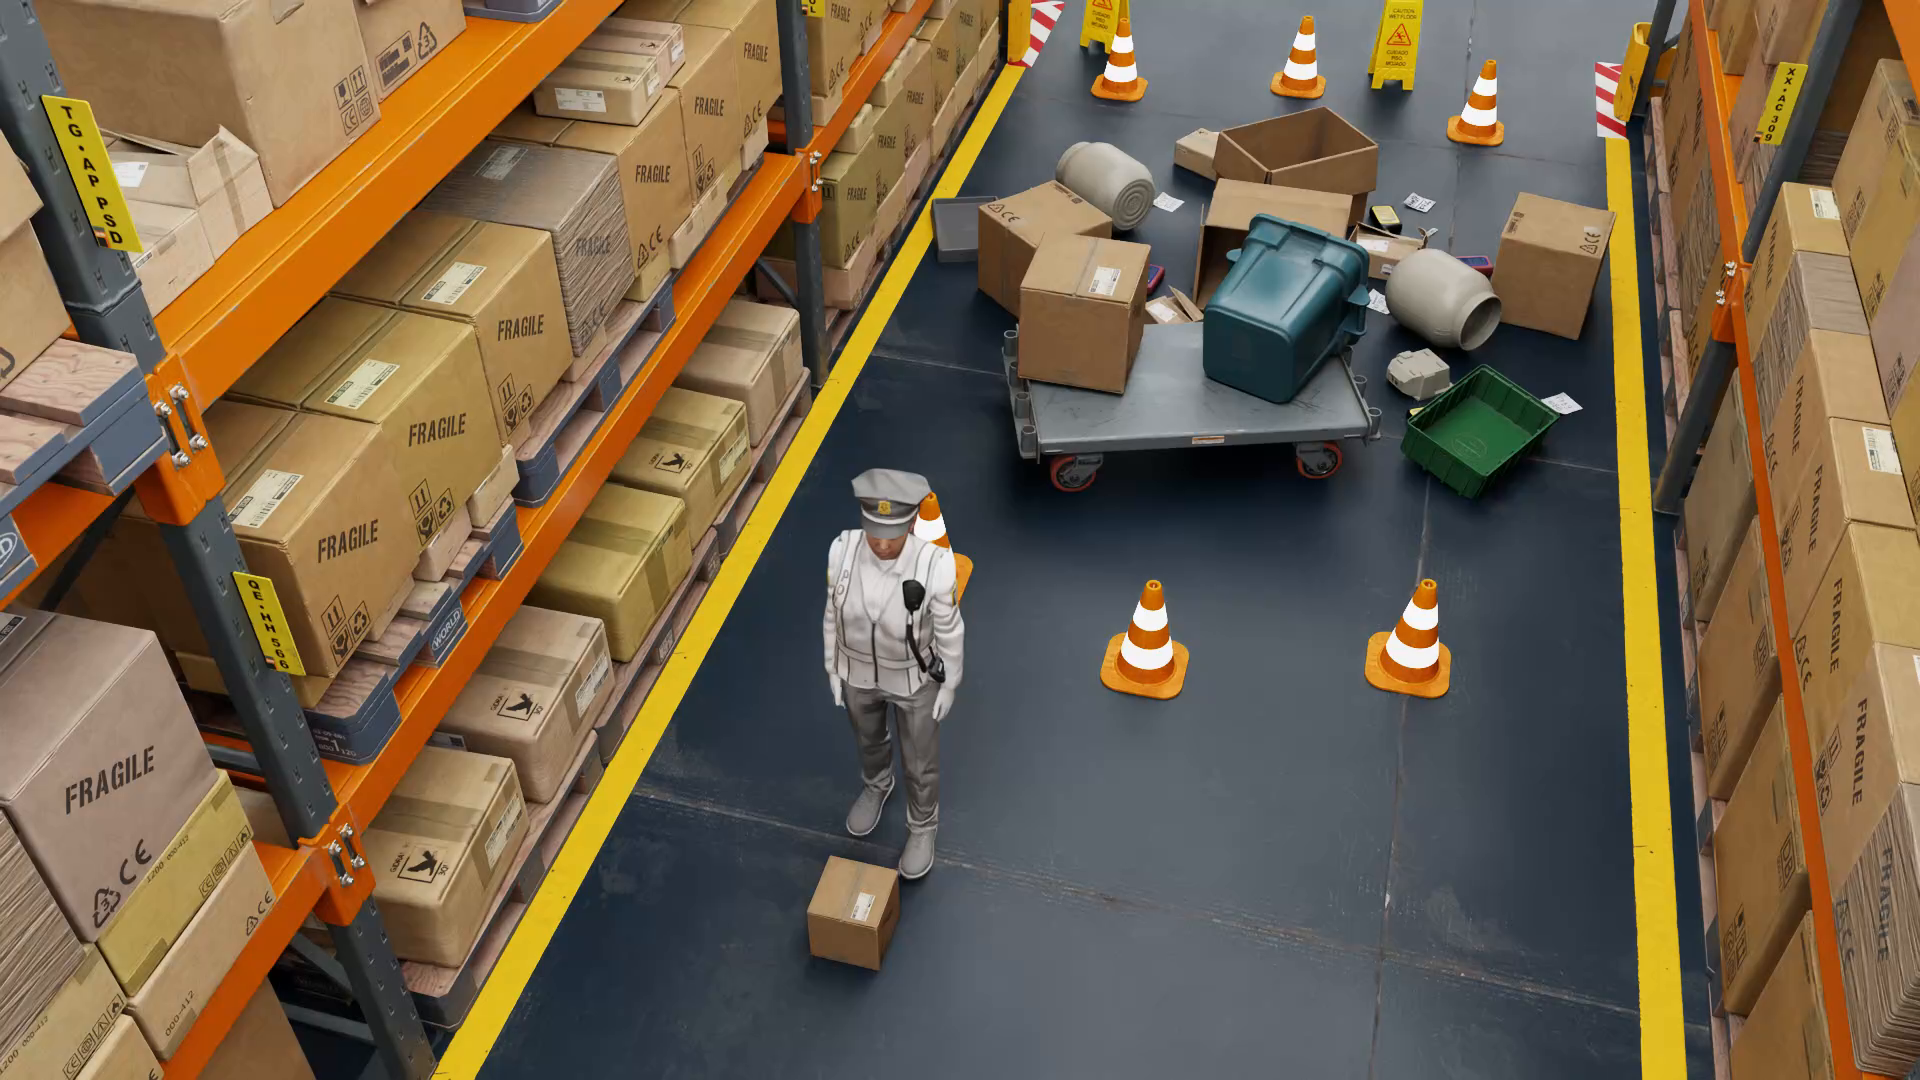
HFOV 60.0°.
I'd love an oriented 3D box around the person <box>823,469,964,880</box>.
[{"bbox_3d":[-0.227,0.456,5.634,0.474,1.698,0.431,11,42,12],"label":"person"}]
